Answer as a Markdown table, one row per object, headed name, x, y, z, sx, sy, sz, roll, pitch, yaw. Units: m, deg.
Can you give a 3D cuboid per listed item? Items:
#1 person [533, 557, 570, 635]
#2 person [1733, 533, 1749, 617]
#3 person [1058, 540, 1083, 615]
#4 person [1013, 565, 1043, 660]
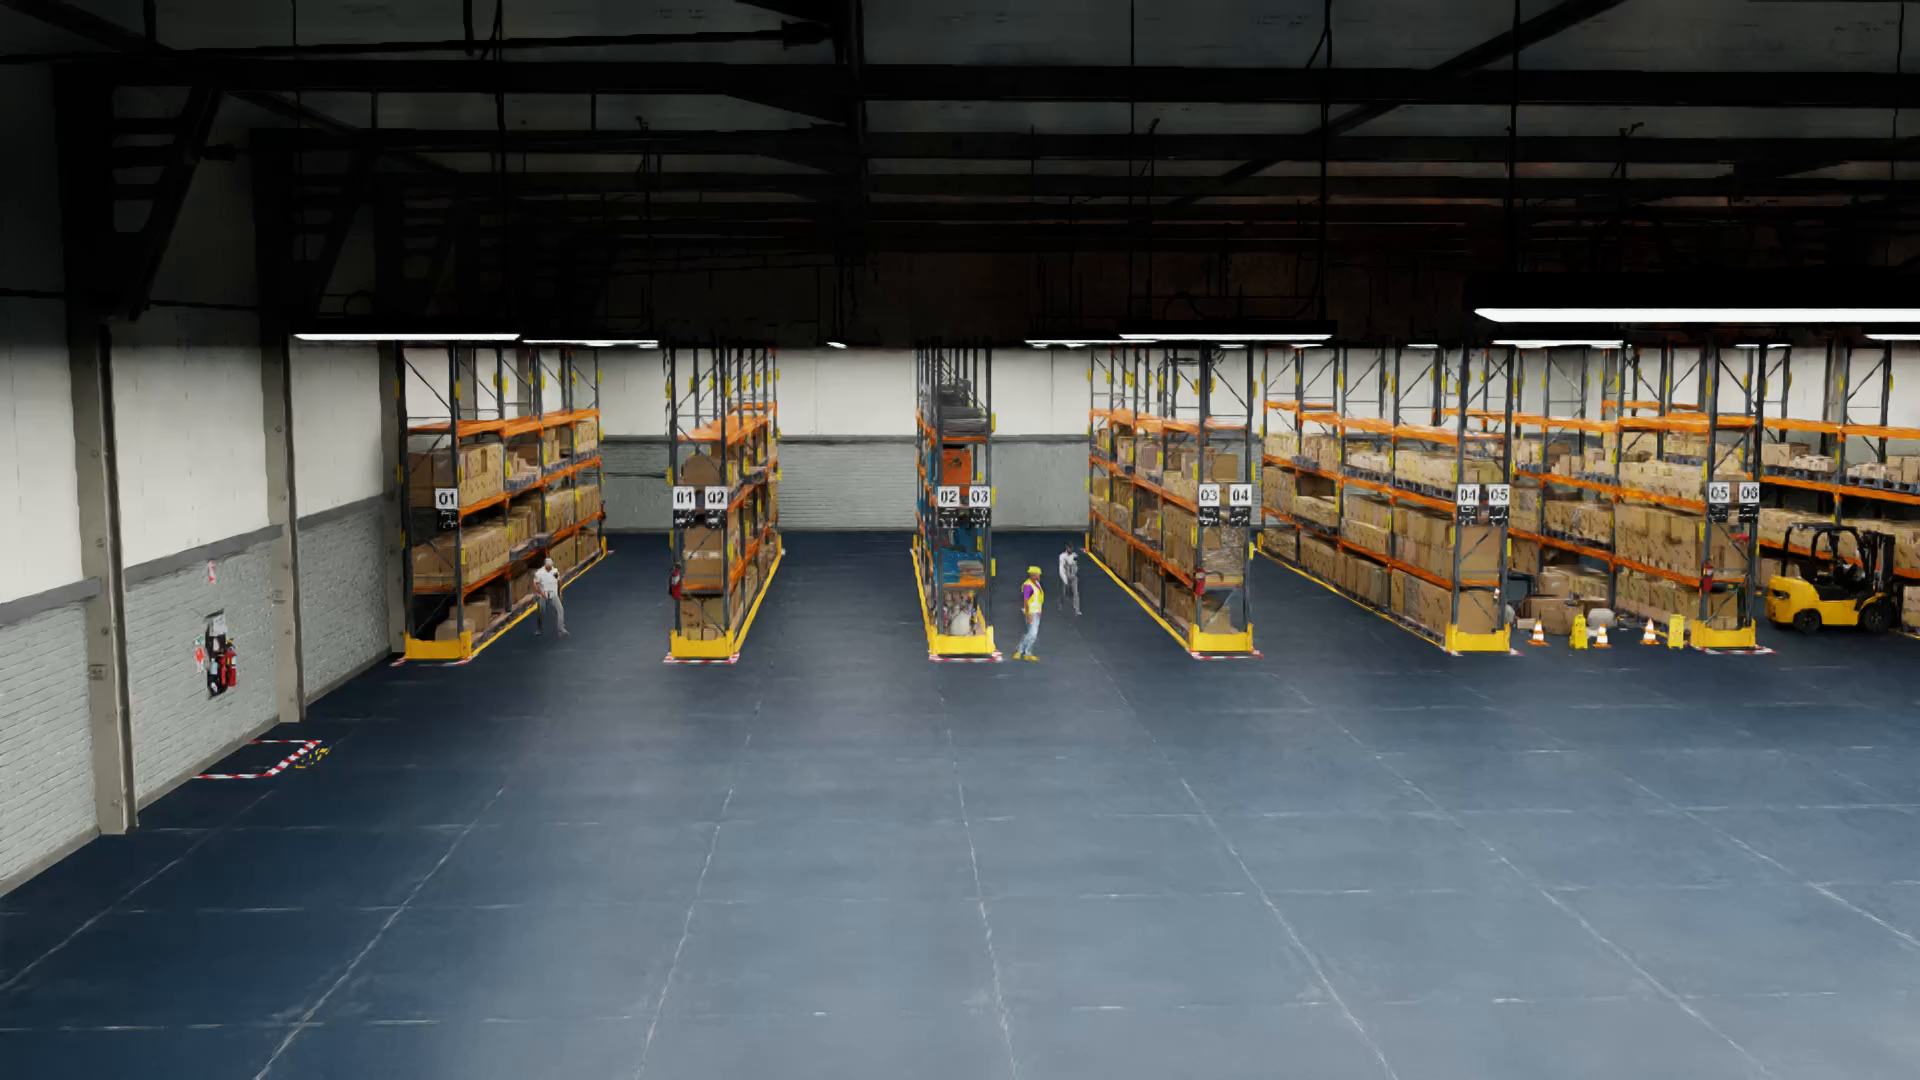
| name | x | y | z | sx | sy | sz | roll | pitch | yaw |
| --- | --- | --- | --- | --- | --- | --- | --- | --- | --- |
| person | -8.279 | 1.122 | 33.530 | 0.655 | 1.604 | 0.767 | -3 | 7 | -23 |
| person | 16.838 | 0.742 | 35.930 | 0.484 | 1.787 | 0.608 | 2 | 7 | 21 |
| person | 2.363 | 0.799 | 36.139 | 0.483 | 1.621 | 0.978 | -1 | 7 | -11 |
| person | 1.269 | 1.349 | 30.745 | 0.463 | 1.761 | 0.720 | 3 | 7 | 27 |
